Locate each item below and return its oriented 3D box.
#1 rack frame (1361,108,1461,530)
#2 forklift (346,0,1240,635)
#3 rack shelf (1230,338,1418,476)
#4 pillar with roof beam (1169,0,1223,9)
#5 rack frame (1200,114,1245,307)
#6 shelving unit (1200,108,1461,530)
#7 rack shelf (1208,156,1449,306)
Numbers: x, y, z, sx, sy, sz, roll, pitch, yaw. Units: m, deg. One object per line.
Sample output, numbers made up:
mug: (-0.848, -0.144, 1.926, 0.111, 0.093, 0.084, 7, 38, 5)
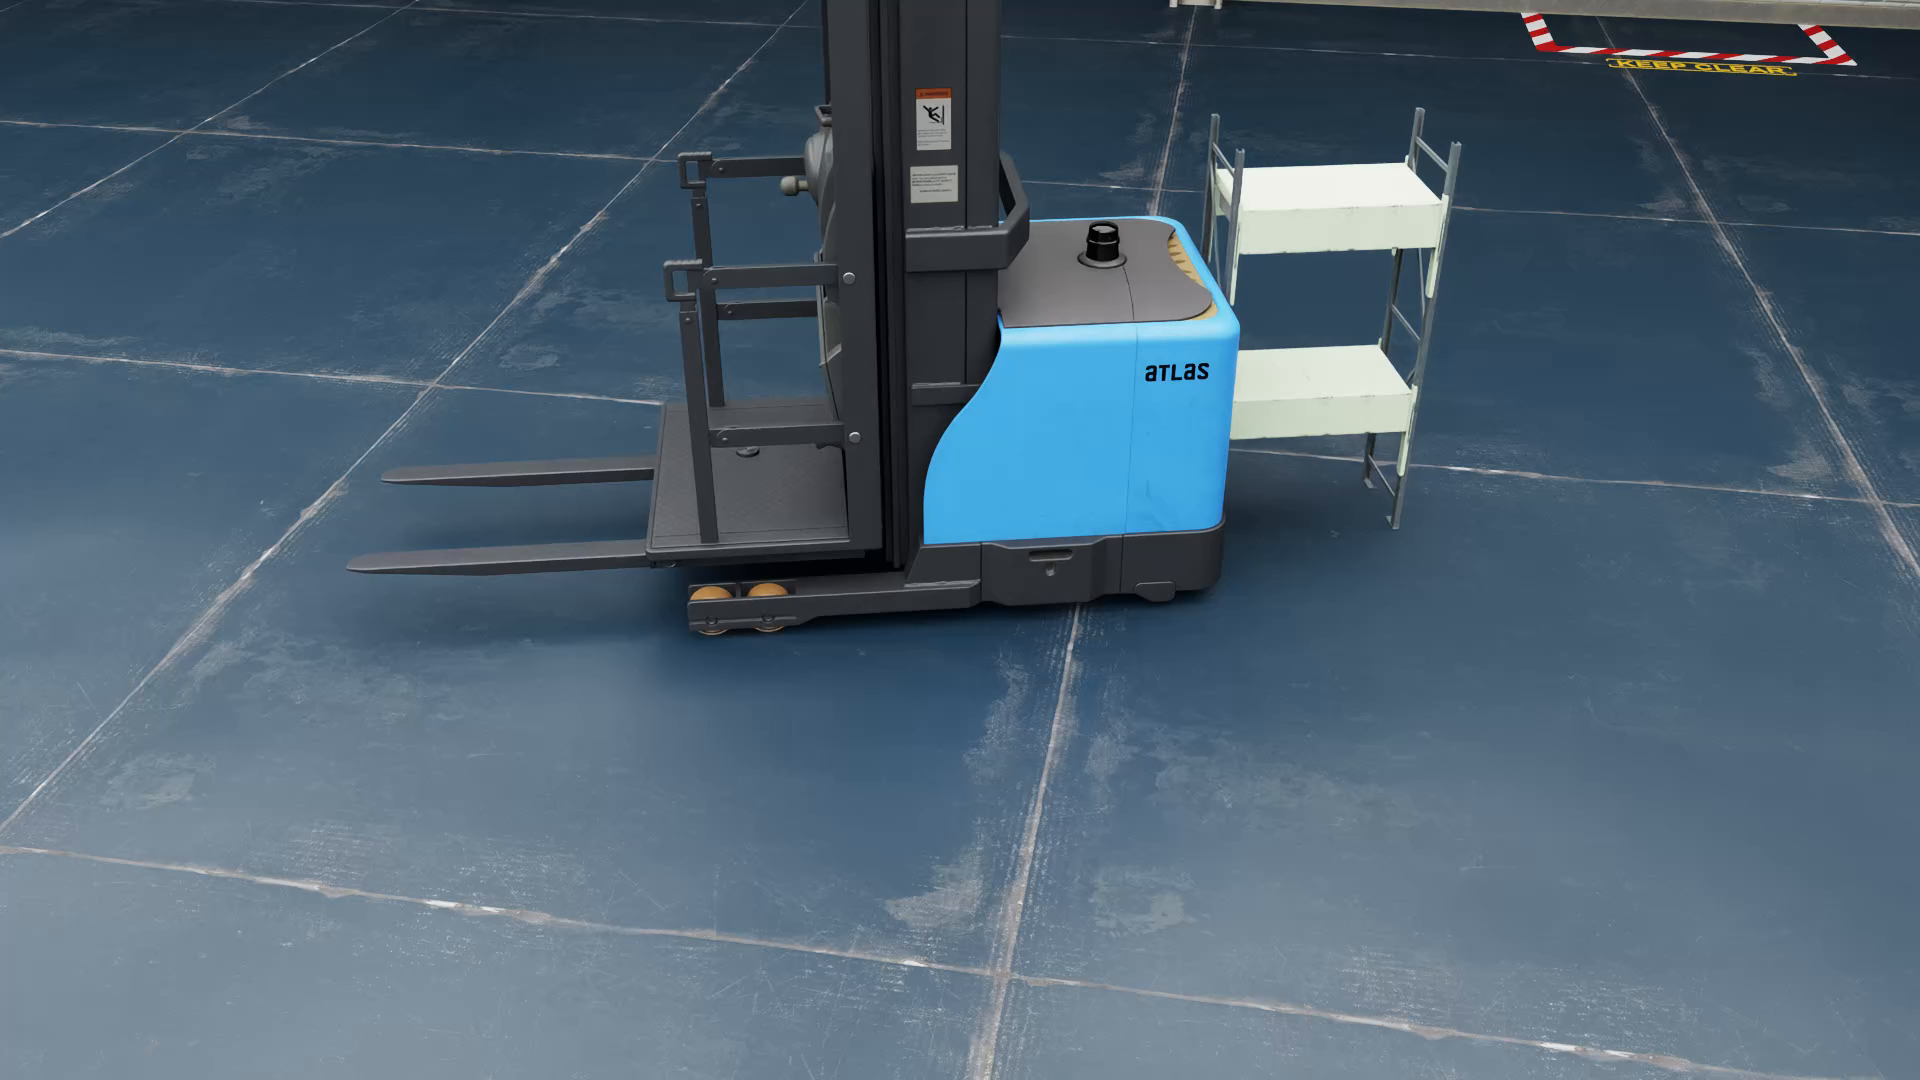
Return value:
rack frame: (1.634, -0.780, 6.083, 0.023, 1.500, 0.400, -3, 32, -5)
forklift: (-0.623, -1.210, 5.420, 3.031, 2.935, 1.130, -3, 32, -5)
rack shelf: (1.270, -0.485, 6.225, 0.720, 0.370, 0.431, -3, 32, -5)
pillar with roof beam: (1.112, -5.736, 6.932, 0.400, 9.000, 9.100, 5, 32, 8)
rack frame: (0.906, -0.742, 6.022, 0.023, 1.500, 0.400, -3, 32, -5)
shelving unit: (1.270, -0.761, 6.052, 0.755, 1.500, 0.431, -3, 32, -5)
rack shelf: (1.270, -1.092, 5.845, 0.720, 0.370, 0.431, -3, 32, -5)
